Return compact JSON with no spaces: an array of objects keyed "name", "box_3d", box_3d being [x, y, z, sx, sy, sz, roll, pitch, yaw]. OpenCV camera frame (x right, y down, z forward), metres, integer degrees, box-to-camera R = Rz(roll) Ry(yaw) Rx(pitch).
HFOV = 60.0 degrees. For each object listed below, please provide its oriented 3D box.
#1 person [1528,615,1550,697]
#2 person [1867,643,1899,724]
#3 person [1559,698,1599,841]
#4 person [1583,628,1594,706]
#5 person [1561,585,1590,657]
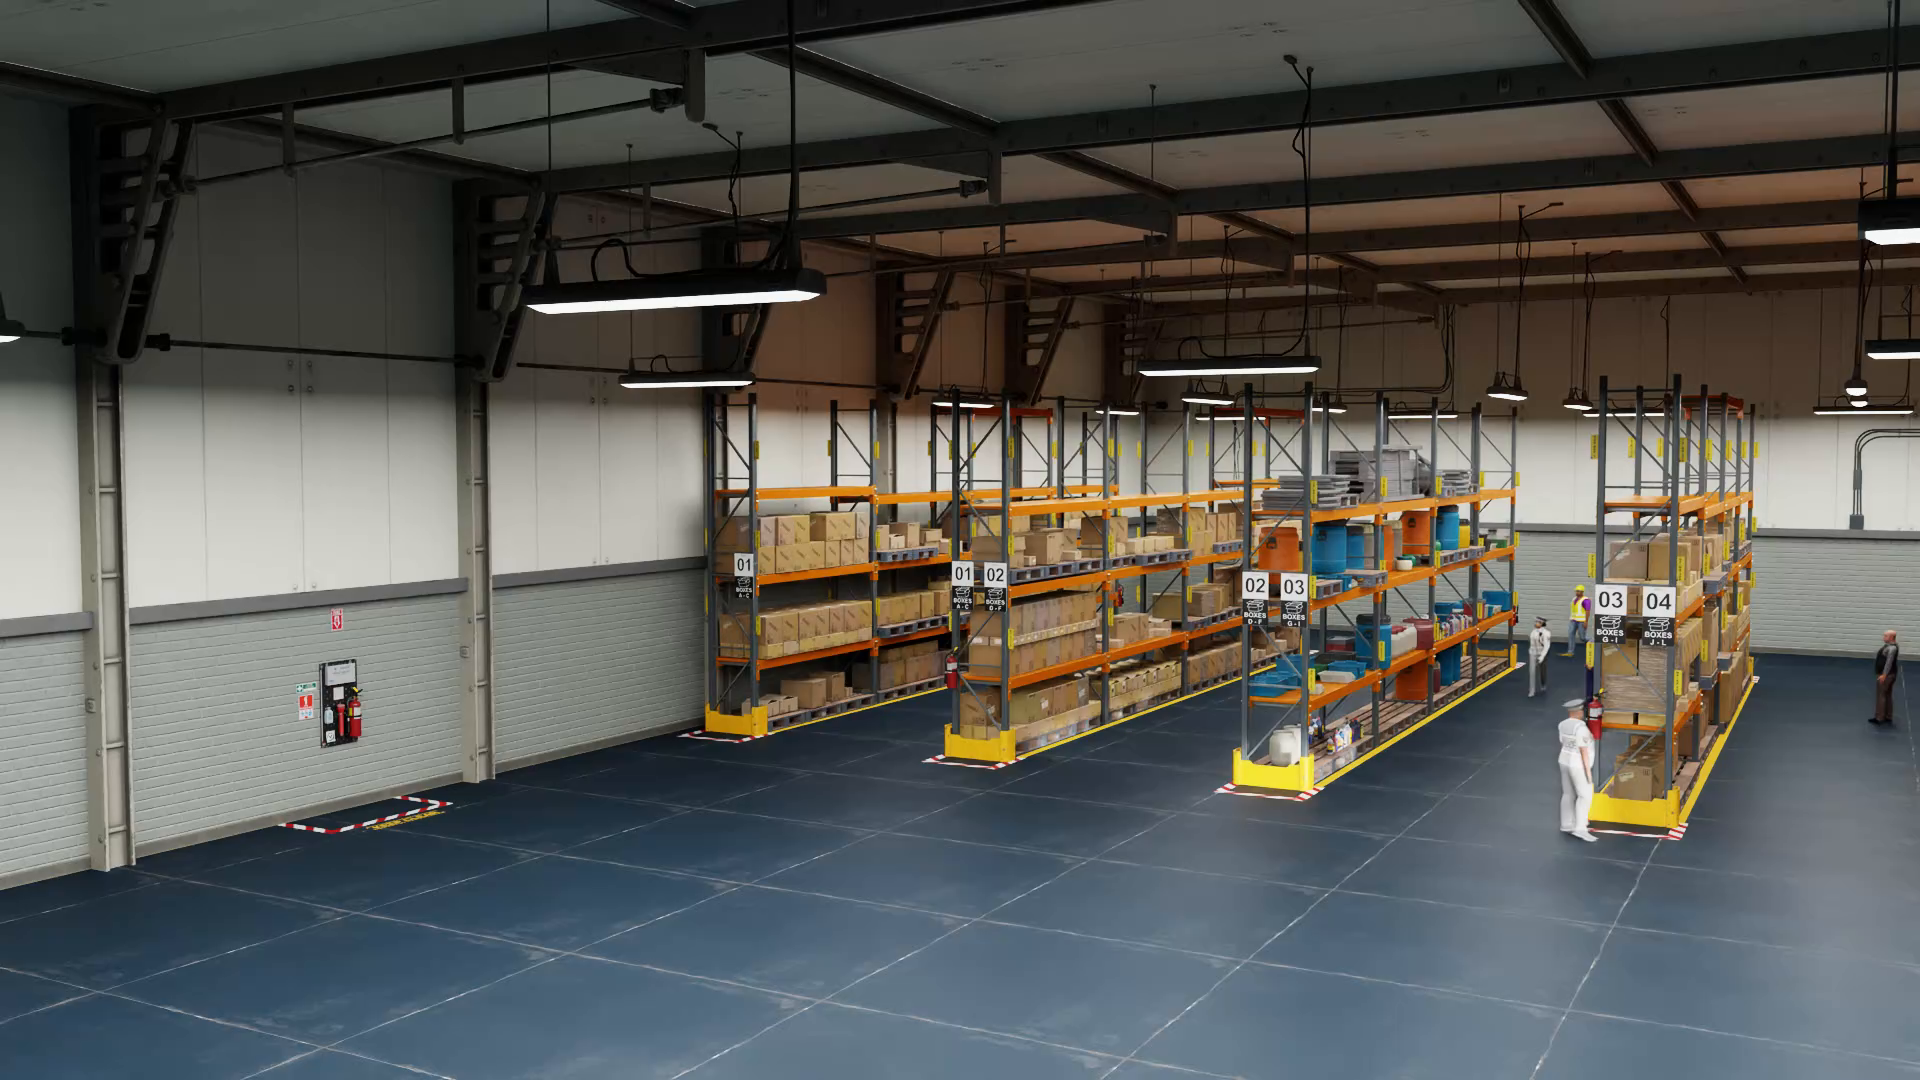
[{"name":"person","box_3d":[6.073,1.460,36.061,12.707,3.173,1.111,1,3,22]},{"name":"person","box_3d":[16.925,2.619,30.464,0.477,1.486,0.537,3,4,39]},{"name":"person","box_3d":[8.044,2.966,21.534,0.394,1.806,0.596,-1,3,-14]},{"name":"person","box_3d":[14.622,2.801,25.617,12.625,1.653,8.607,2,4,39]},{"name":"person","box_3d":[14.994,1.962,40.210,0.891,1.750,0.569,-2,3,-28]}]
